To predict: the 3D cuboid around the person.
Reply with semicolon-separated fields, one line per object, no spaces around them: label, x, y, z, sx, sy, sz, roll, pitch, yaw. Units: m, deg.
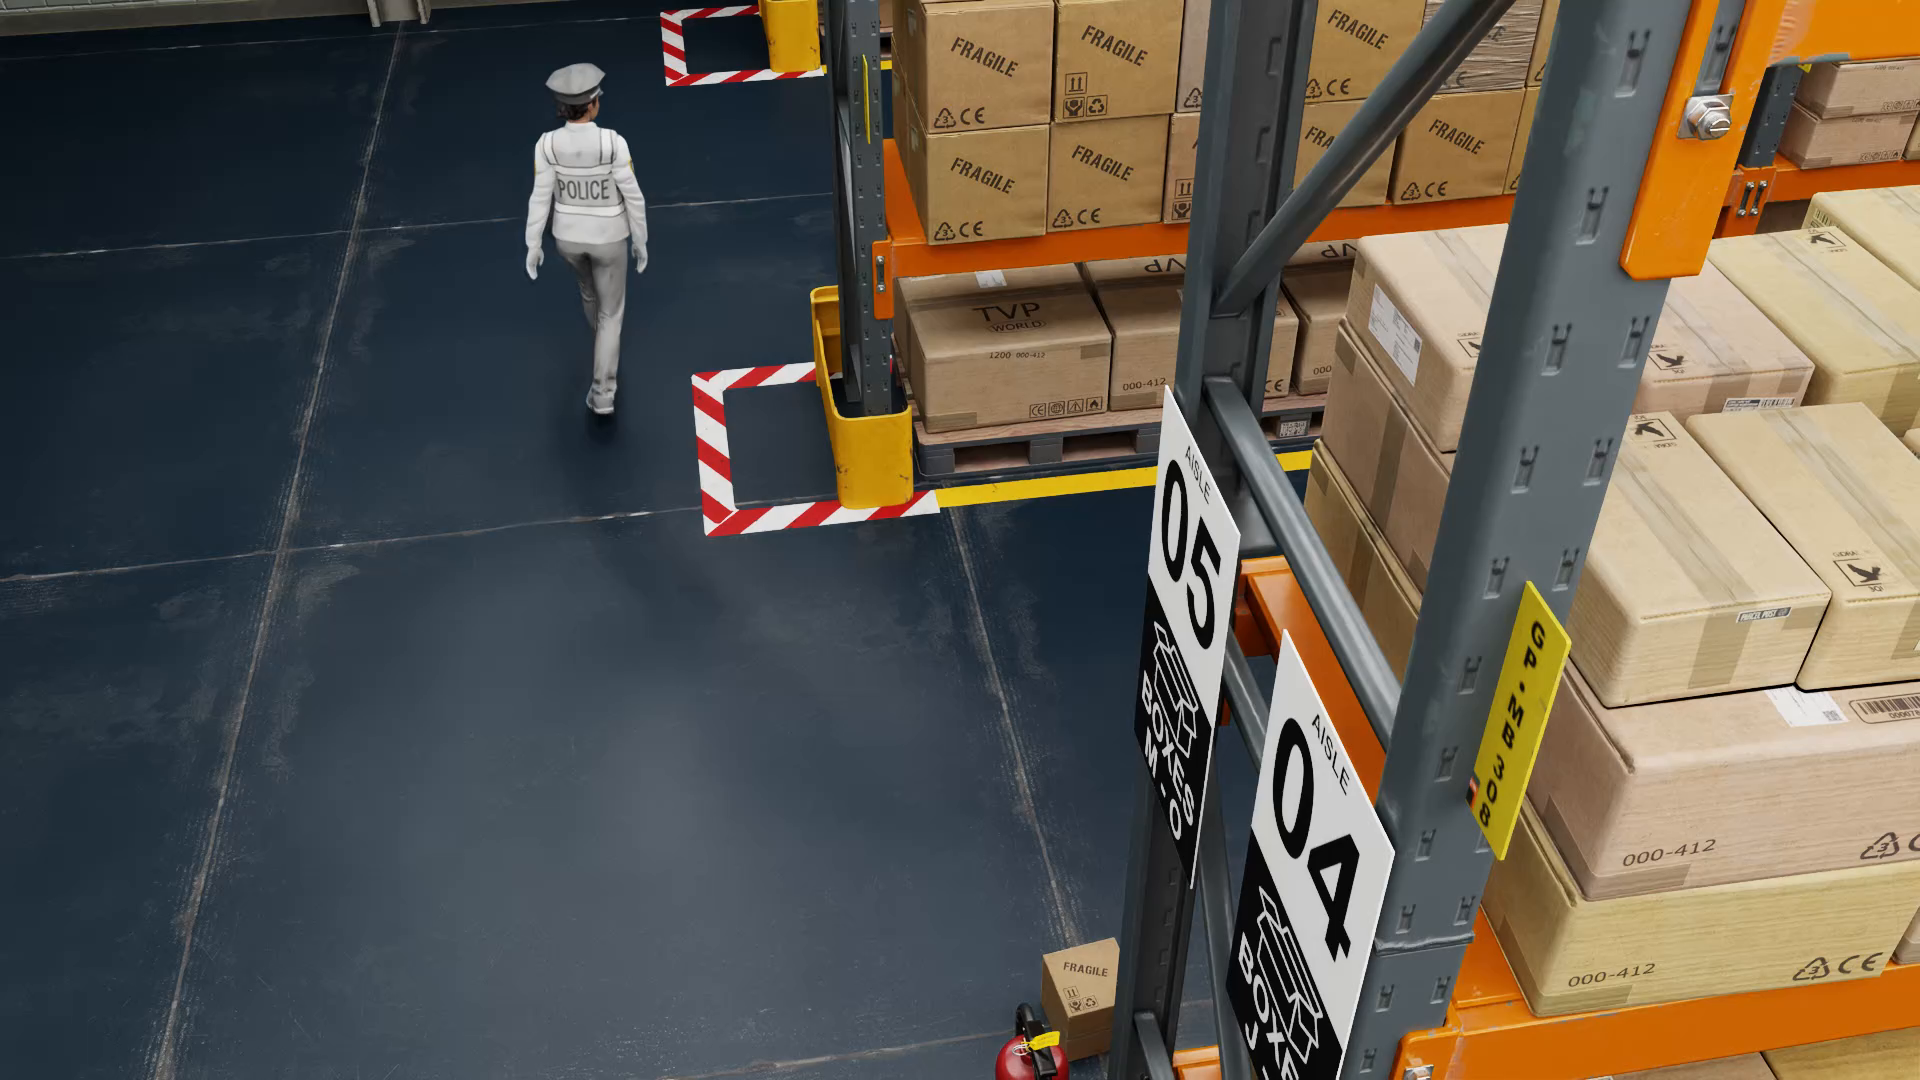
person;-1.775;-1.450;7.963;0.580;1.609;0.996;2;39;3
